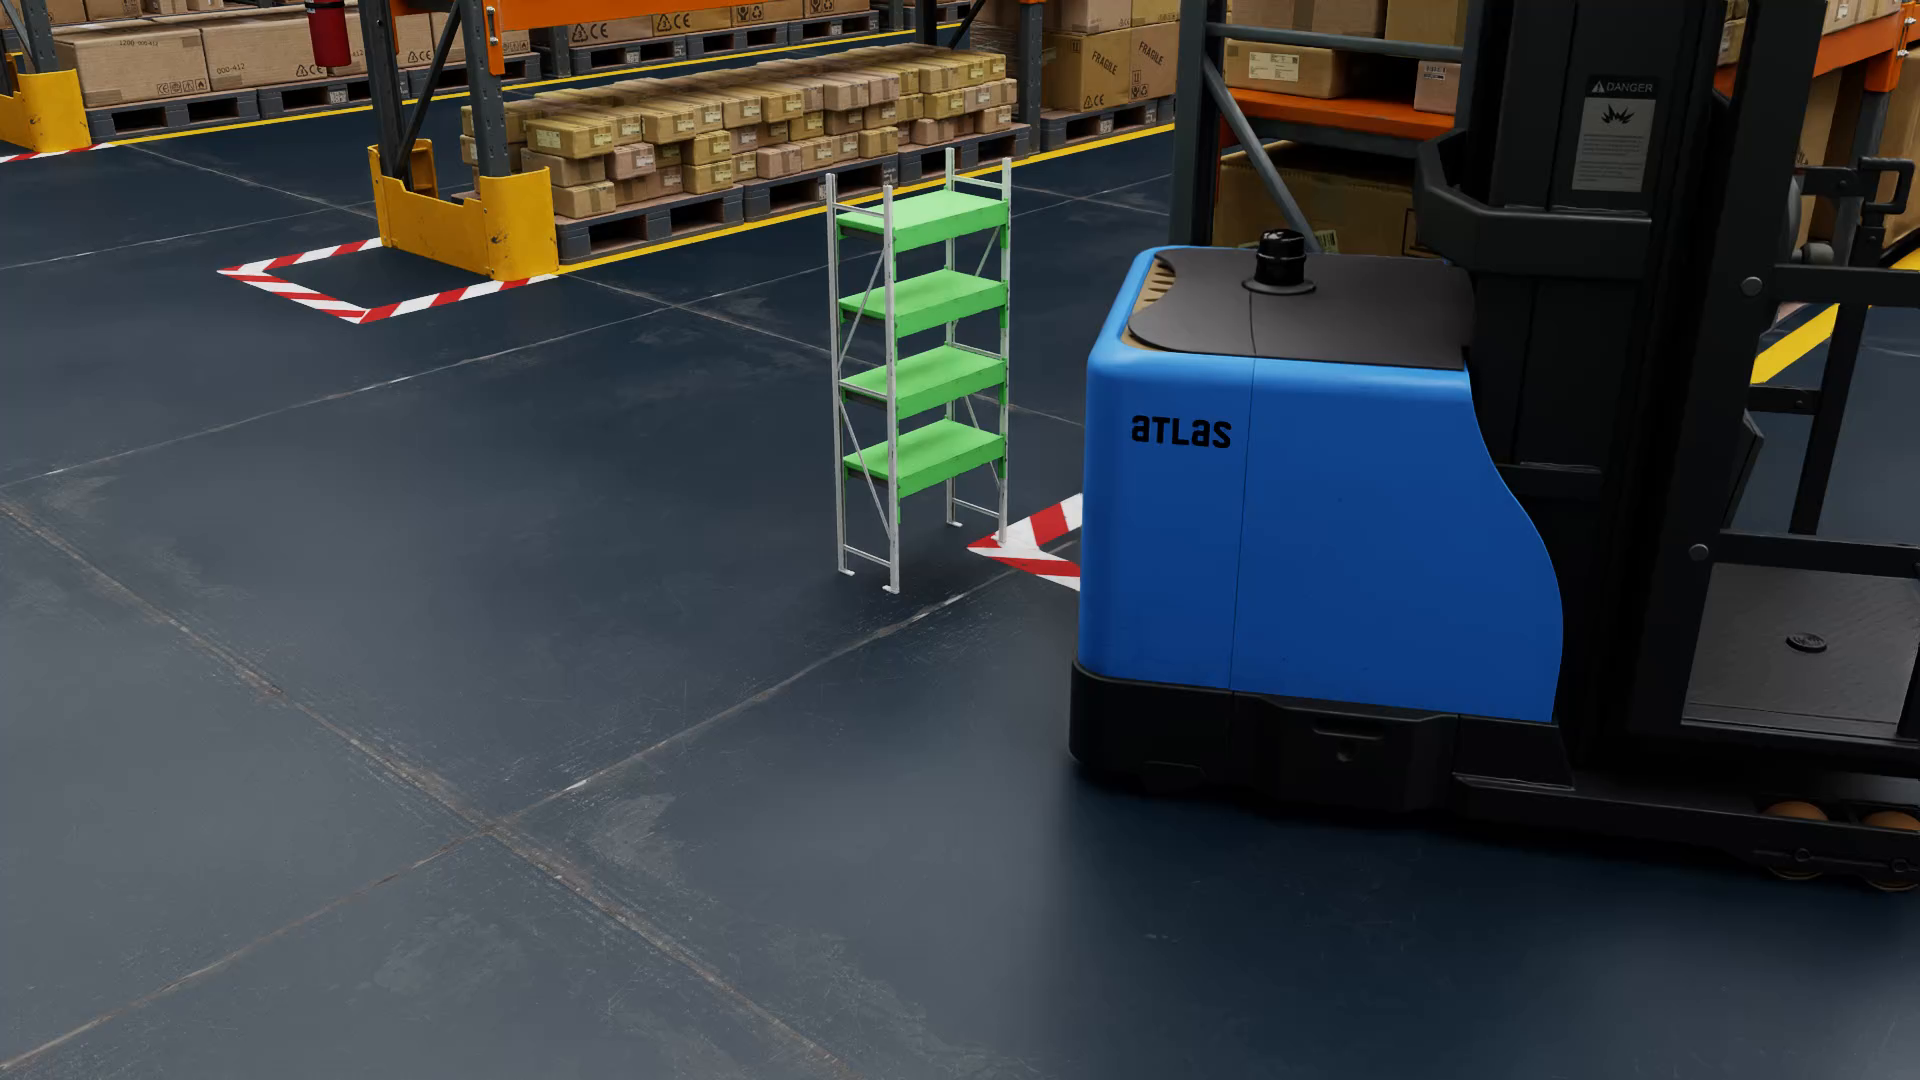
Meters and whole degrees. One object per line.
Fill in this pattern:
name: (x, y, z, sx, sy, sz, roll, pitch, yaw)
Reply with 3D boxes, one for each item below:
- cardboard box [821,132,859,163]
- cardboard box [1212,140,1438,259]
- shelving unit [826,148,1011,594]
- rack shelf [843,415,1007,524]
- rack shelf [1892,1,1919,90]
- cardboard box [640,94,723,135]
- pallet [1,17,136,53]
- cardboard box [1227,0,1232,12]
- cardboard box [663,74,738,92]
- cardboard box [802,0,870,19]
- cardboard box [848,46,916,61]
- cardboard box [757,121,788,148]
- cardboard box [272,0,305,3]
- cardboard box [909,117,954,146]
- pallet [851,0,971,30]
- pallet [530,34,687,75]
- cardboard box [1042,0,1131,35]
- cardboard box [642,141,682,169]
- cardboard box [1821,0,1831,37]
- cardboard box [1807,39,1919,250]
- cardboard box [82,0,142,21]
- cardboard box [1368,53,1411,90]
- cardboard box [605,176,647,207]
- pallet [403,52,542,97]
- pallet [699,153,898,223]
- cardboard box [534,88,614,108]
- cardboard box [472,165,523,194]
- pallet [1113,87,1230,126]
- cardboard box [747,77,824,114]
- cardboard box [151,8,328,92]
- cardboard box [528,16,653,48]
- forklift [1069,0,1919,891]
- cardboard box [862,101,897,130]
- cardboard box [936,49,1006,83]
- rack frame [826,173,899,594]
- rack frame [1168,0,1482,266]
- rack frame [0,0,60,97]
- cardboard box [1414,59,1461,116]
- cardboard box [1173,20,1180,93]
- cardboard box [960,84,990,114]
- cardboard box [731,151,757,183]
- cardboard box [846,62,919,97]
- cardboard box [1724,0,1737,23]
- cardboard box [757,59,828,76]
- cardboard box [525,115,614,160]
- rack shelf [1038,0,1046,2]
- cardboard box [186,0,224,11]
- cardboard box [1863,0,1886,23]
cardboard box: (-0.812, -2.313, 9.713, 0.380, 0.149, 0.250, 21, 32, 38)
cardboard box: (1.435, -0.846, 5.555, 0.875, 0.875, 0.875, 20, 31, 38)
shelving unit: (-0.111, -0.497, 4.892, 0.258, 1.200, 0.503, 20, 31, 38)
rack shelf: (-0.111, -0.220, 5.016, 0.258, 0.148, 0.480, 20, 31, 38)
rack shelf: (5.072, -2.907, 8.946, 1.077, 0.370, 4.000, 20, 31, 38)
cardboard box: (-1.494, -2.278, 8.909, 0.380, 0.149, 0.250, 18, 30, 35)
pallet: (-8.614, -4.831, 15.767, 1.003, 0.211, 1.213, 20, 31, 38)
cardboard box: (1.840, -4.036, 12.210, 0.500, 0.250, 0.500, 21, 32, 39)
cardboard box: (-1.489, -2.568, 9.556, 0.380, 0.149, 0.250, 19, 30, 36)
cardboard box: (-1.496, -5.585, 16.123, 0.875, 0.875, 0.875, 20, 31, 37)
cardboard box: (-0.501, -3.057, 10.646, 0.380, 0.149, 0.250, 22, 32, 40)
cardboard box: (-1.187, -2.324, 9.375, 0.380, 0.149, 0.250, 22, 32, 40)
cardboard box: (-6.851, -5.823, 17.113, 0.500, 0.500, 0.500, 22, 32, 40)
cardboard box: (-0.261, -2.535, 10.208, 0.380, 0.149, 0.250, 19, 30, 36)
pallet: (-0.450, -5.516, 17.294, 1.003, 0.211, 1.213, 20, 31, 38)
pallet: (-3.184, -4.315, 14.616, 1.003, 0.211, 1.213, 20, 31, 38)
cardboard box: (0.801, -3.557, 11.143, 0.500, 0.250, 0.500, 19, 30, 35)
cardboard box: (-1.695, -2.075, 8.820, 0.380, 0.149, 0.250, 21, 31, 38)
cardboard box: (3.091, -2.015, 6.385, 0.380, 0.149, 0.250, 21, 31, 38)
cardboard box: (4.150, -2.048, 8.236, 1.225, 0.875, 0.875, 20, 31, 38)
cardboard box: (-8.240, -5.245, 15.824, 0.700, 0.500, 0.500, 19, 30, 36)
cardboard box: (1.233, -1.571, 5.394, 0.380, 0.149, 0.250, 21, 31, 38)
cardboard box: (-1.857, -1.857, 8.698, 0.380, 0.149, 0.250, 20, 31, 37)
pallet: (-4.208, -3.849, 13.577, 1.003, 0.211, 1.213, 20, 31, 38)
pallet: (-1.125, -2.151, 9.789, 1.003, 0.211, 1.213, 20, 31, 38)
cardboard box: (-2.105, -2.360, 9.090, 0.380, 0.149, 0.250, 19, 31, 36)
cardboard box: (-2.362, -1.900, 8.793, 0.380, 0.149, 0.250, 21, 31, 38)
pallet: (1.444, -3.350, 12.463, 1.003, 0.211, 1.213, 20, 31, 38)
cardboard box: (-0.995, -2.531, 9.472, 0.380, 0.149, 0.250, 20, 31, 38)
cardboard box: (-5.341, -3.645, 12.332, 0.875, 0.438, 0.875, 21, 32, 39)
cardboard box: (-3.288, -4.765, 14.294, 0.875, 0.875, 0.875, 21, 32, 39)
forklift: (1.831, -0.822, 3.501, 3.031, 2.935, 1.130, 5, 25, 11)
cardboard box: (-0.595, -2.550, 9.878, 0.380, 0.149, 0.250, 21, 32, 39)
cardboard box: (0.068, -2.994, 10.505, 0.380, 0.149, 0.250, 21, 32, 39)
rack frame: (-0.273, -0.423, 4.726, 0.240, 1.200, 0.015, 20, 31, 38)
rack frame: (1.068, -1.407, 4.722, 1.000, 3.000, 0.127, 20, 31, 38)
rack frame: (-6.312, -4.113, 10.757, 1.000, 3.000, 0.127, 20, 31, 38)
cardboard box: (1.551, -1.311, 4.814, 0.380, 0.149, 0.250, 21, 31, 38)
cardboard box: (1.493, -3.540, 12.020, 0.500, 0.500, 0.500, 21, 31, 38)
cardboard box: (-0.033, -2.769, 10.367, 0.380, 0.149, 0.250, 18, 30, 35)
cardboard box: (-1.344, -2.087, 9.209, 0.380, 0.149, 0.250, 20, 31, 38)
cardboard box: (-0.465, -2.770, 10.005, 0.380, 0.149, 0.250, 21, 32, 39)
cardboard box: (2.269, -1.859, 5.550, 0.500, 0.250, 0.500, 19, 30, 36)
cardboard box: (-1.021, -2.826, 10.130, 0.380, 0.149, 0.250, 21, 32, 39)
cardboard box: (-1.956, -2.021, 8.336, 0.380, 0.149, 0.250, 18, 30, 35)
rack shelf: (1.446, -4.292, 12.036, 1.077, 0.370, 4.000, 20, 31, 38)
cardboard box: (-7.494, -5.327, 16.436, 0.380, 0.149, 0.250, 19, 30, 36)
cardboard box: (3.606, -2.250, 6.909, 0.380, 0.149, 0.250, 21, 32, 38)
